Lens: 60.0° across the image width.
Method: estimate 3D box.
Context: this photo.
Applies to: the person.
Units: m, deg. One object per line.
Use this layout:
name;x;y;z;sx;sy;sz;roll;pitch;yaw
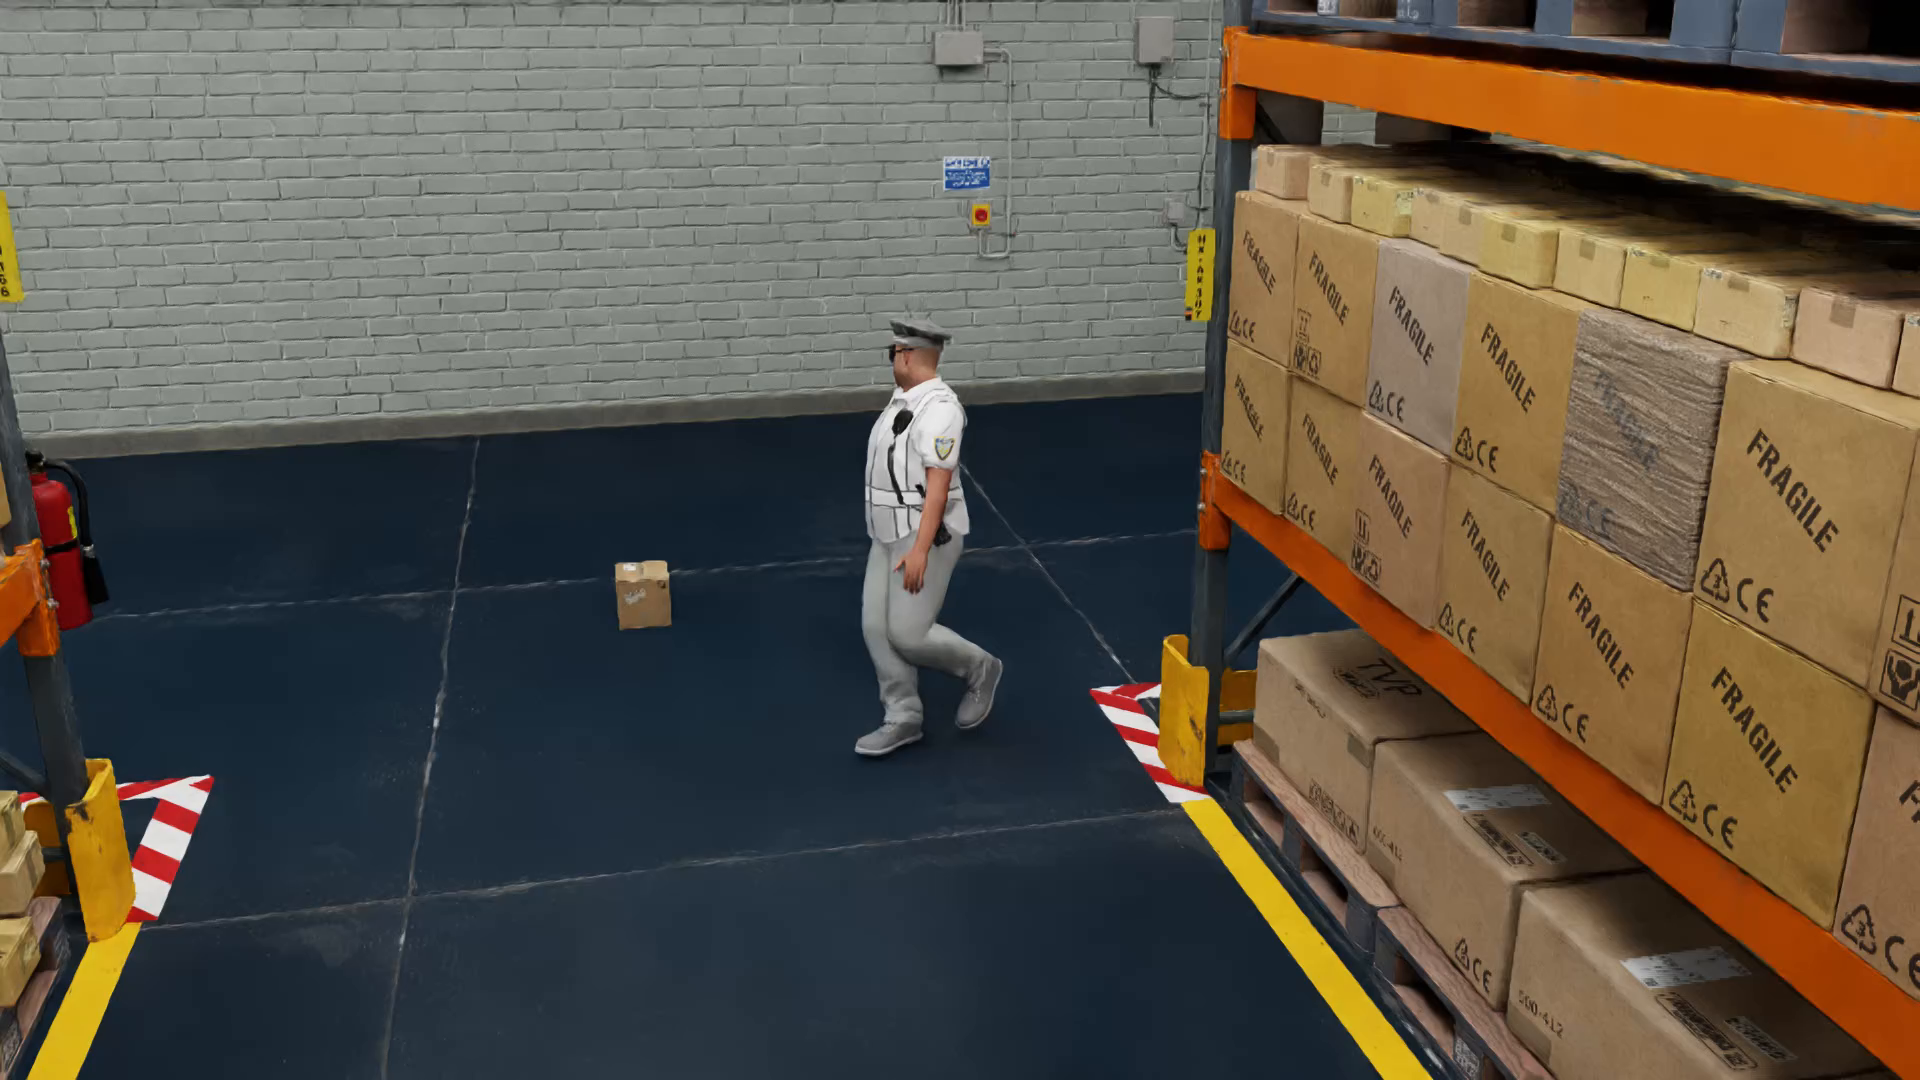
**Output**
person;-0.199;-0.021;6.674;0.655;1.701;0.595;-10;22;-26
